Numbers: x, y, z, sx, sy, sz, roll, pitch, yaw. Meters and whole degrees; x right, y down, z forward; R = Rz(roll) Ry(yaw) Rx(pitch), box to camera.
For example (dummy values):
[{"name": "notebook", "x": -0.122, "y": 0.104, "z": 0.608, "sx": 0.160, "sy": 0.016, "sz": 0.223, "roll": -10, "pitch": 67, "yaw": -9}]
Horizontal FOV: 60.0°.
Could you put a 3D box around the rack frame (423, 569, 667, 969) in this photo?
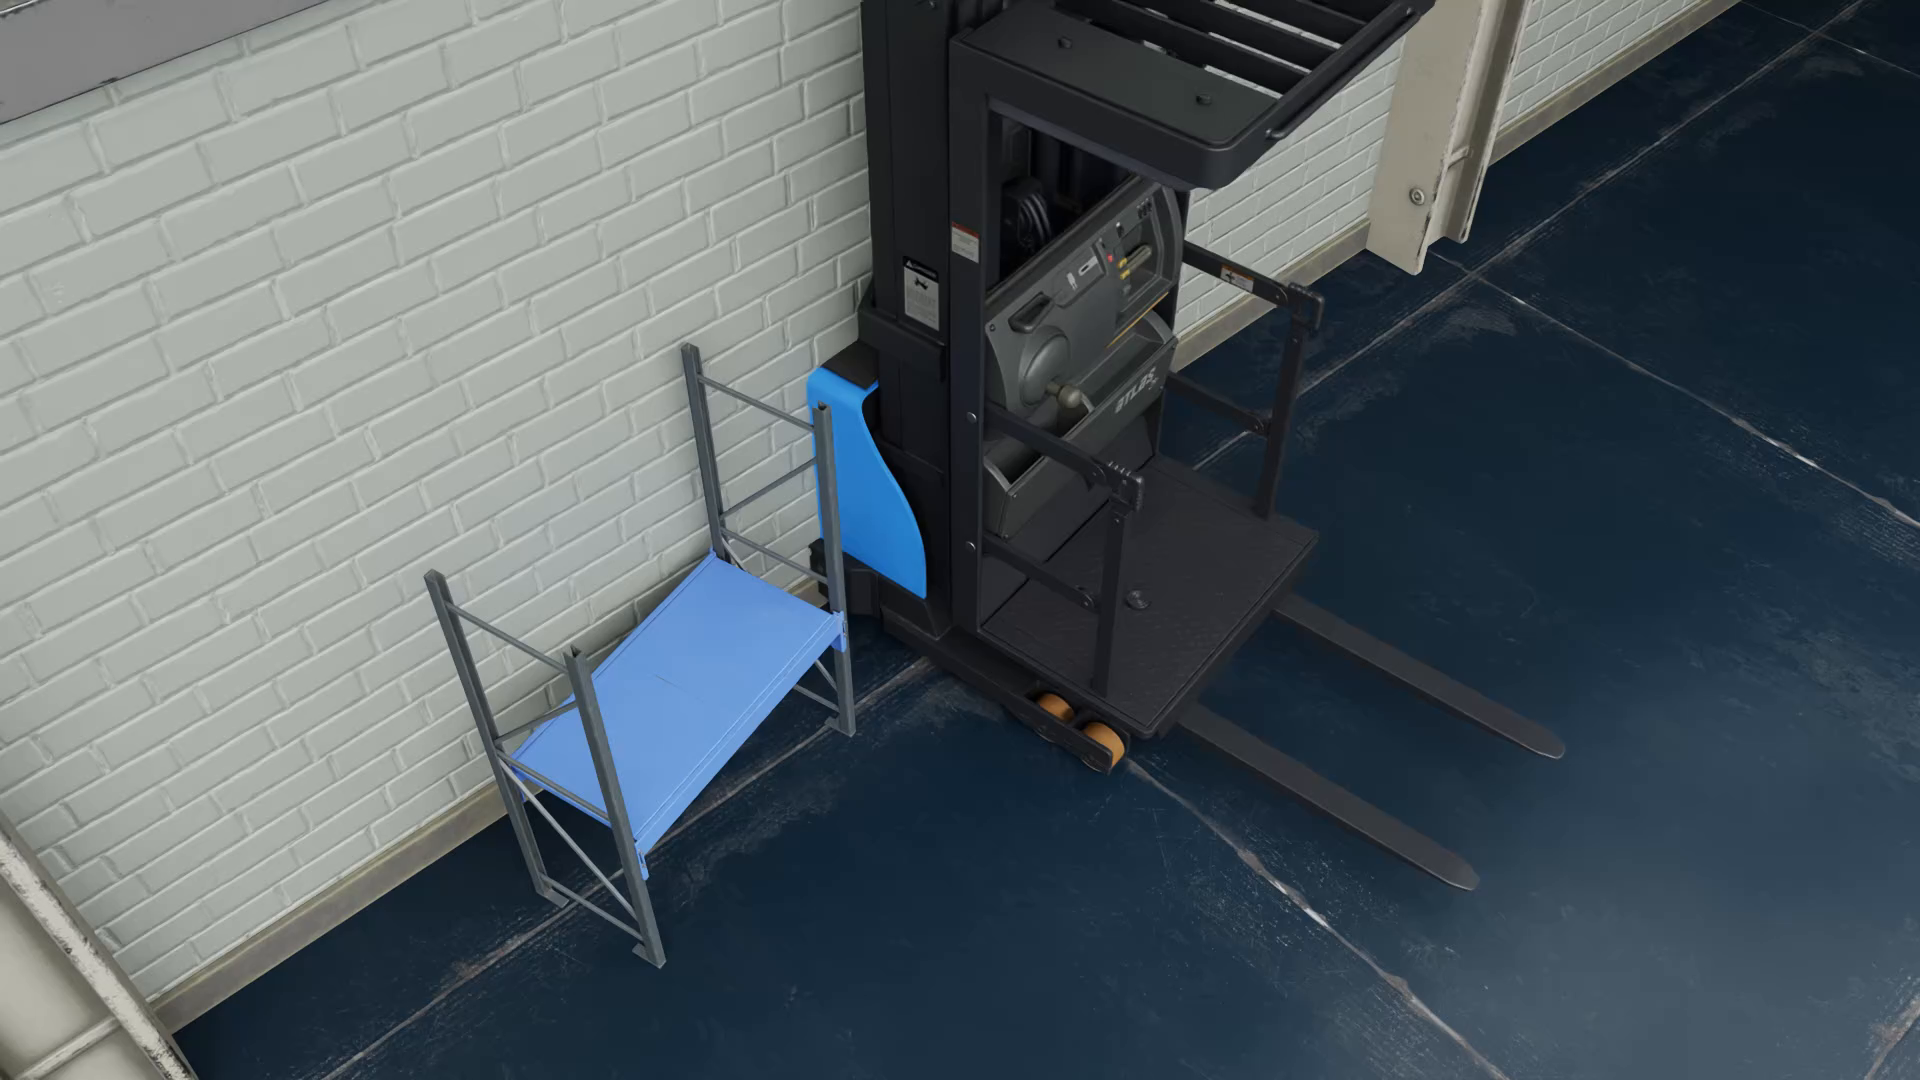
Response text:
[{"name": "rack frame", "x": -1.114, "y": 0.686, "z": 4.596, "sx": 0.500, "sy": 1.500, "sz": 0.032, "roll": 25, "pitch": 52, "yaw": 21}]

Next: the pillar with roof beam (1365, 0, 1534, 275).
[{"name": "pillar with roof beam", "x": 4.940, "y": -2.056, "z": 2.024, "sx": 0.400, "sy": 9.000, "sz": 9.100, "roll": -34, "pitch": 56, "yaw": -27}]

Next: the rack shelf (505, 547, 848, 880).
[{"name": "rack shelf", "x": -0.843, "y": 0.492, "z": 5.020, "sx": 0.538, "sy": 0.185, "sz": 1.000, "roll": 25, "pitch": 52, "yaw": 21}]

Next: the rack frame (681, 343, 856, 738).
[{"name": "rack frame", "x": -0.572, "y": 0.054, "z": 5.180, "sx": 0.500, "sy": 1.500, "sz": 0.032, "roll": 25, "pitch": 52, "yaw": 21}]

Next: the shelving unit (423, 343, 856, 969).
[{"name": "shelving unit", "x": -0.843, "y": 0.370, "z": 4.888, "sx": 0.538, "sy": 1.500, "sz": 1.048, "roll": 25, "pitch": 52, "yaw": 21}]

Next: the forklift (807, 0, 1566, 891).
[{"name": "forklift", "x": 0.549, "y": -0.671, "z": 4.875, "sx": 3.031, "sy": 2.935, "sz": 1.130, "roll": 30, "pitch": 54, "yaw": 25}]
